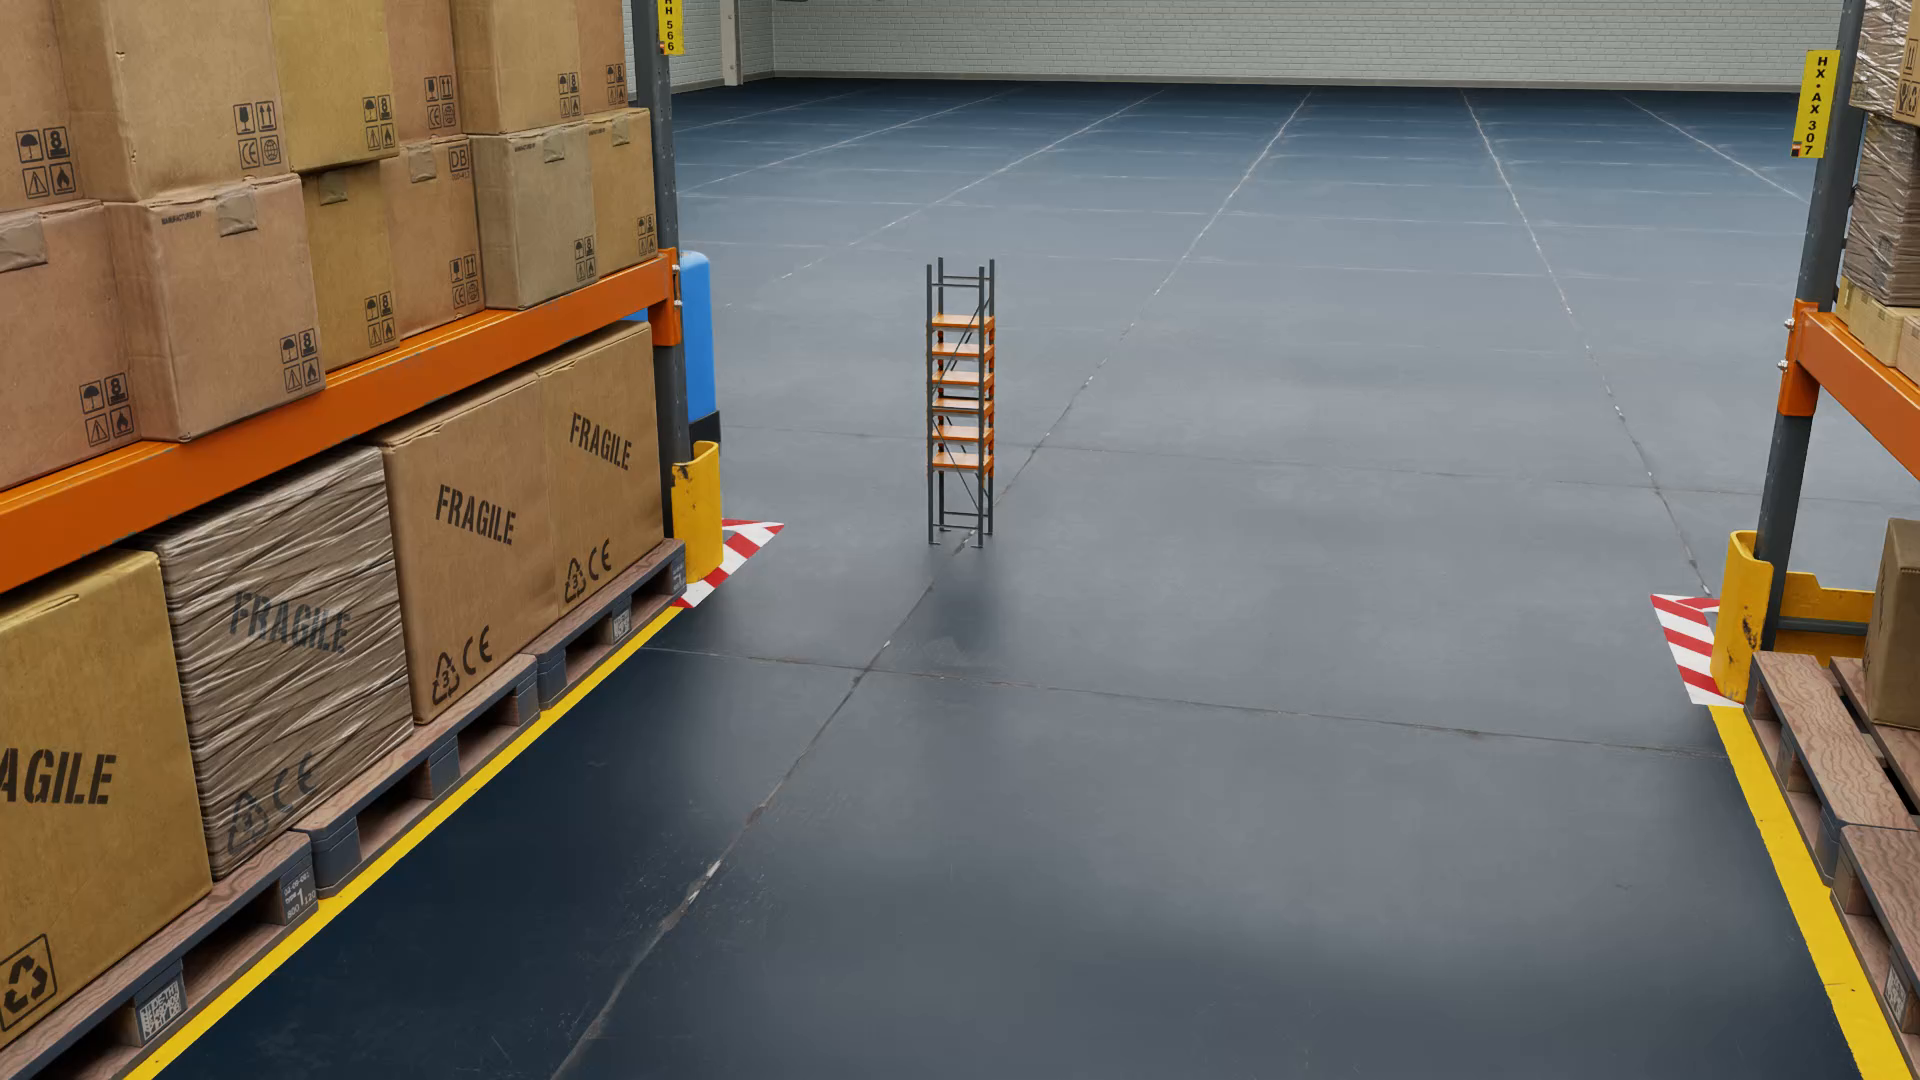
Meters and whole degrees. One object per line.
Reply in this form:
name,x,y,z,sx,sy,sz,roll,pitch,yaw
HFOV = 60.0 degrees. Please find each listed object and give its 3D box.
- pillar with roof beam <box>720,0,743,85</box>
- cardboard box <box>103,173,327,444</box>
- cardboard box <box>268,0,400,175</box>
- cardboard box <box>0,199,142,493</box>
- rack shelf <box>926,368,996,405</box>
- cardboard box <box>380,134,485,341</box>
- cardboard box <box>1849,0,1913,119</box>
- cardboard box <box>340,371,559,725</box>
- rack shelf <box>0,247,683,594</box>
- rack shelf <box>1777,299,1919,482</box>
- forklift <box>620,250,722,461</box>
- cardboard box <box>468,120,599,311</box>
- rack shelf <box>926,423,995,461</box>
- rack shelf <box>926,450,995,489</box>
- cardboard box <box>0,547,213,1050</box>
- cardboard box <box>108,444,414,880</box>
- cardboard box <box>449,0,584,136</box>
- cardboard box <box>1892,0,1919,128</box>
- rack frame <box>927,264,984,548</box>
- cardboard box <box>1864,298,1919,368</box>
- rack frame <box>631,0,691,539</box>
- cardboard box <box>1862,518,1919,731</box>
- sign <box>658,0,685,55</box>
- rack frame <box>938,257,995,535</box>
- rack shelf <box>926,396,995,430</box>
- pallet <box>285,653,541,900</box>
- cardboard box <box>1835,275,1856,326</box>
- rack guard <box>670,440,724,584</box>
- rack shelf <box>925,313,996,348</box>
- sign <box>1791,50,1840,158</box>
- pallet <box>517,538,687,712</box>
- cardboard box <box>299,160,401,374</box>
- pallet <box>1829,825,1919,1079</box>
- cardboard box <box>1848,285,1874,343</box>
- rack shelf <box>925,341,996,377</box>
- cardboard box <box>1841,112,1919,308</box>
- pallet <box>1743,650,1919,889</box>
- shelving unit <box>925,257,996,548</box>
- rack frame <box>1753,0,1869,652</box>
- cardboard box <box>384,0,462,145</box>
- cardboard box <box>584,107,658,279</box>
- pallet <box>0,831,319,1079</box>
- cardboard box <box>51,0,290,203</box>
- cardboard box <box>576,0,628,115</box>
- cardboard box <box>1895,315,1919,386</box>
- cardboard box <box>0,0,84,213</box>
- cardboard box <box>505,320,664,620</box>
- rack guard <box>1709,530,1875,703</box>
pillar with roof beam,-0.765,-13.836,33.774,9.100,9.000,0.400,5,19,13
cardboard box,-2.126,-0.599,4.069,0.875,0.550,0.550,5,19,13
cardboard box,-2.031,-1.279,4.389,0.875,0.550,0.500,5,19,13
cardboard box,-2.372,-0.439,3.600,0.875,0.550,0.550,5,19,13
rack shelf,0.004,-0.644,6.982,0.258,0.103,0.180,5,19,13
cardboard box,-2.005,-0.942,5.074,0.875,0.550,0.550,5,19,13
cardboard box,2.800,-1.418,4.537,0.500,0.500,0.500,5,19,13
cardboard box,-1.901,-0.031,5.274,0.875,0.875,0.875,4,19,13
rack shelf,-2.075,-0.364,4.725,1.077,0.370,4.000,5,19,13
rack shelf,2.710,0.060,3.485,1.077,0.370,4.000,5,19,13
forklift,-2.739,-1.764,7.818,3.031,2.935,1.130,7,20,20
cardboard box,-1.746,-1.108,5.559,0.875,0.550,0.550,5,19,13
rack shelf,0.004,-0.417,7.060,0.258,0.103,0.180,5,19,13
rack shelf,0.004,-0.303,7.099,0.258,0.103,0.180,5,19,13
cardboard box,-2.342,0.538,3.610,0.875,0.875,0.875,5,19,14
cardboard box,-2.125,0.255,4.438,0.875,0.875,0.875,5,19,14
cardboard box,-1.759,-1.620,5.388,0.875,0.550,0.550,5,19,13
cardboard box,2.671,-1.262,4.080,0.500,0.500,0.500,5,19,13
rack frame,-0.019,-0.544,6.923,0.240,1.200,0.006,5,19,13
cardboard box,2.743,-0.564,4.588,0.380,0.149,0.250,5,19,13
rack frame,-1.586,-1.331,6.444,1.000,3.000,0.127,5,19,13
cardboard box,3.030,0.271,4.971,0.500,0.500,0.500,9,21,23
sign,-1.063,-1.944,6.080,0.100,0.325,0.005,5,19,13
rack frame,0.026,-0.601,7.091,0.240,1.200,0.006,5,19,13
rack shelf,0.004,-0.530,7.021,0.258,0.103,0.180,5,19,13
pallet,-2.006,0.627,5.027,1.003,0.211,1.213,5,19,13
cardboard box,2.898,-0.718,5.039,0.380,0.149,0.250,5,19,13
rack guard,-1.580,-0.156,6.870,1.175,0.500,0.348,5,19,13
rack shelf,0.004,-0.871,6.905,0.258,0.103,0.180,5,19,13
sign,2.673,-1.360,5.190,0.100,0.325,0.005,5,19,13
pallet,-1.706,0.245,6.143,1.003,0.211,1.213,5,19,13
cardboard box,-2.094,-0.773,4.578,0.875,0.550,0.500,5,19,13
pallet,2.647,1.069,3.732,1.003,0.211,1.213,5,19,13
cardboard box,2.818,-0.641,4.814,0.380,0.149,0.250,5,19,13
rack shelf,0.004,-0.757,6.944,0.258,0.103,0.180,5,19,13
cardboard box,3.038,-0.926,4.642,0.875,0.500,0.500,5,19,13
pallet,2.948,0.688,4.848,1.003,0.211,1.213,5,19,13
shelving unit,0.004,-0.572,7.007,0.258,1.200,0.189,5,19,13
rack frame,3.199,-0.908,5.204,1.000,3.000,0.127,5,19,13
cardboard box,-2.028,-1.455,4.905,0.875,0.550,0.550,5,19,13
cardboard box,-1.633,-1.282,6.069,0.875,0.550,0.550,5,19,13
pallet,-2.302,1.010,3.904,1.003,0.211,1.213,5,19,13
cardboard box,-2.153,-1.112,3.901,0.875,0.550,0.550,5,19,13
cardboard box,-1.714,-1.800,5.914,0.875,0.550,0.550,5,19,13
cardboard box,2.702,-0.484,4.353,0.380,0.149,0.250,5,19,13
cardboard box,-2.418,-0.954,3.437,0.875,0.550,0.550,5,19,13
cardboard box,-1.688,-0.307,6.082,0.875,0.875,0.875,5,19,14
rack guard,3.180,0.299,5.539,1.175,0.500,0.348,5,19,13
